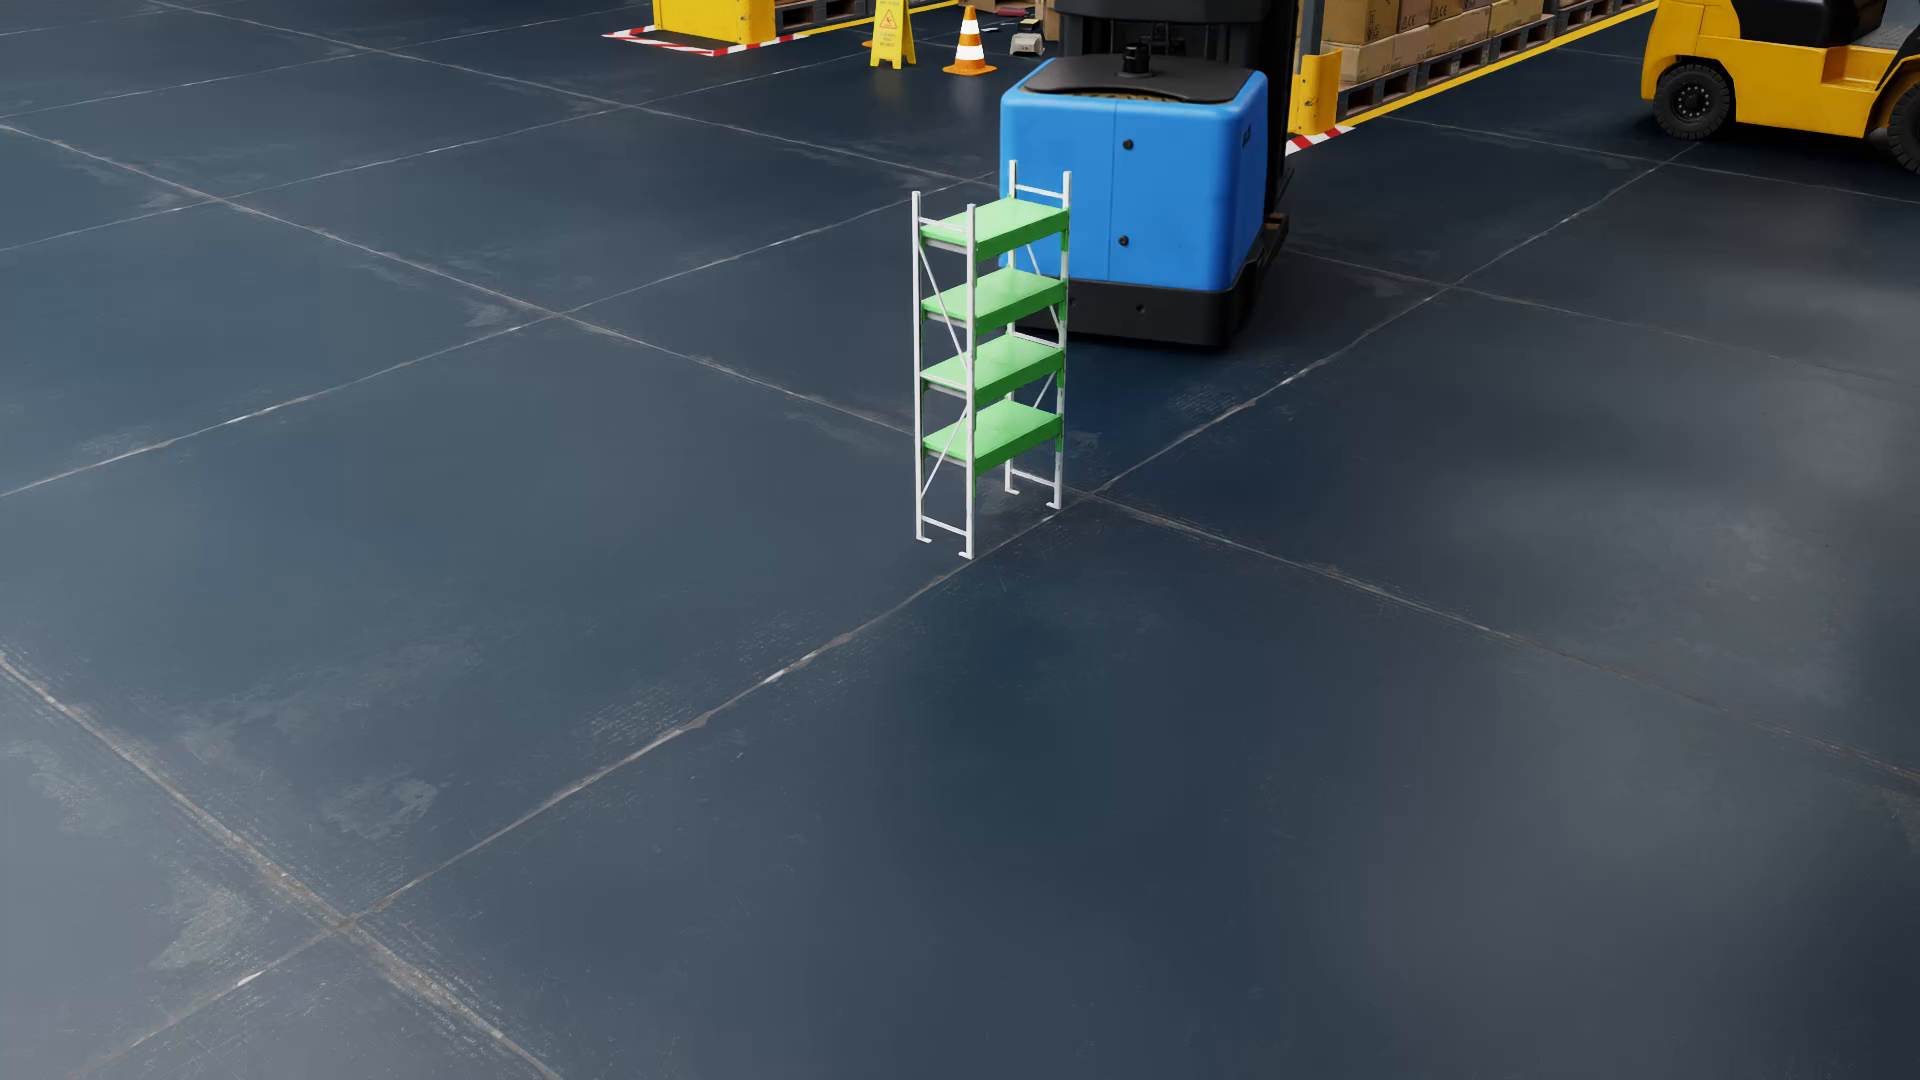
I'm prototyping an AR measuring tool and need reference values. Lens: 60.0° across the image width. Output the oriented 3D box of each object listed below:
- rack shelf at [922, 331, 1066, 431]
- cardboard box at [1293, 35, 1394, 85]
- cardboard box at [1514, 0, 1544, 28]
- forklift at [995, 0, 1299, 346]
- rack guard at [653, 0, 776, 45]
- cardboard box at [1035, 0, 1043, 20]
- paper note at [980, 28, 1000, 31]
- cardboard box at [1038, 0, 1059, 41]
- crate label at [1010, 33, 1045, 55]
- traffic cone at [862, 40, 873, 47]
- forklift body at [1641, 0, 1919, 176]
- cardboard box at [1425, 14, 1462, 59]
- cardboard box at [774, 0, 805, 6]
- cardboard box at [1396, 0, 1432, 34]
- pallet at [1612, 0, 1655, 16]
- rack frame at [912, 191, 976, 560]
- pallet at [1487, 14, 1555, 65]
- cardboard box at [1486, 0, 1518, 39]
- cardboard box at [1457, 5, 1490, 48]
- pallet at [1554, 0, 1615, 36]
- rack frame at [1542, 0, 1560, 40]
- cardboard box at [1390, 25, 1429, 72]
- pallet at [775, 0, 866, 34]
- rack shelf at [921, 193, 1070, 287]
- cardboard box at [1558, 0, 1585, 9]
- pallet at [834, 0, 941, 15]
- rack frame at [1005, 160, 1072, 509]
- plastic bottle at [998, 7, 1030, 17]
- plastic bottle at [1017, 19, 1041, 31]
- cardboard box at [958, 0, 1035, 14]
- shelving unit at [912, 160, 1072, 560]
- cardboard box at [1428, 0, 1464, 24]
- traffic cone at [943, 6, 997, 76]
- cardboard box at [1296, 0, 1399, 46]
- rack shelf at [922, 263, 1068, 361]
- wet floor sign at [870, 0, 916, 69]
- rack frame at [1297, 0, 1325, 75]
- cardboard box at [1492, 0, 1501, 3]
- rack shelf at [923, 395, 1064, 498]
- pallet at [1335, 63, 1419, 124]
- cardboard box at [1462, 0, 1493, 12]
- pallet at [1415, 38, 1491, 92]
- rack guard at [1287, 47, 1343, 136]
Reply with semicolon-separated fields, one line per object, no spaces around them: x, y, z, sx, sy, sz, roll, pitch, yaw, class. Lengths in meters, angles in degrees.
0.105;-0.535;5.523;0.258;0.148;0.480;21;34;34;rack shelf
2.594;-3.291;11.289;0.500;0.250;0.500;20;34;34;cardboard box
4.244;-4.216;13.077;0.500;0.250;0.500;23;35;37;cardboard box
1.077;-2.790;7.860;1.130;2.935;3.031;8;28;15;forklift
-2.031;-4.413;13.643;1.175;0.500;0.348;21;34;34;rack guard
0.856;-4.588;14.236;0.258;0.266;0.396;-21;34;-35;cardboard box
0.265;-4.257;13.854;0.142;0.017;0.144;-15;31;-27;paper note
1.032;-4.375;13.565;0.797;0.503;0.637;0;27;0;cardboard box
0.525;-3.880;13.007;0.250;0.136;0.298;4;28;8;crate label
-0.582;-4.178;13.229;0.336;0.463;0.334;21;34;34;traffic cone
5.499;-3.500;10.081;2.313;2.155;1.214;21;34;34;forklift body
3.262;-3.667;12.016;0.500;0.250;0.500;24;35;38;cardboard box
-1.636;-5.034;13.979;0.875;0.875;0.875;21;34;35;cardboard box
2.938;-3.820;11.495;0.500;0.500;0.500;19;33;33;cardboard box
5.682;-5.012;15.114;1.003;0.211;1.213;21;34;34;pallet
-0.050;-0.505;5.327;0.240;1.200;0.015;21;34;34;rack frame
4.012;-4.052;13.259;1.003;0.211;1.213;21;34;34;pallet
3.913;-4.025;12.707;0.500;0.250;0.500;20;33;33;cardboard box
3.586;-3.846;12.361;0.500;0.250;0.500;21;34;35;cardboard box
4.906;-4.577;14.274;1.003;0.211;1.213;21;34;34;pallet
4.412;-5.539;13.099;1.000;3.000;0.127;21;34;34;rack frame
2.925;-3.470;11.635;0.500;0.250;0.500;22;35;36;cardboard box
-1.568;-4.600;14.318;1.003;0.211;1.213;21;34;34;pallet
0.105;-0.961;5.303;0.258;0.148;0.480;21;34;34;rack shelf
4.744;-4.745;13.967;0.950;0.372;0.625;21;34;35;cardboard box
-0.791;-5.030;15.150;1.003;0.211;1.213;21;34;34;pallet
0.260;-0.678;5.661;0.240;1.200;0.015;21;34;34;rack frame
0.481;-4.591;14.463;0.283;0.061;0.133;9;29;17;plastic bottle
0.587;-4.333;13.965;0.133;0.061;0.283;9;29;17;plastic bottle
0.333;-4.991;14.756;0.500;0.500;0.500;-21;34;-35;cardboard box
0.105;-0.592;5.494;0.258;1.200;0.503;21;34;34;shelving unit
3.264;-3.995;11.834;0.500;0.500;0.500;22;34;35;cardboard box
0.073;-3.728;12.358;0.336;0.463;0.334;21;34;34;traffic cone
2.609;-3.633;11.134;0.500;0.500;0.500;19;33;33;cardboard box
0.105;-0.748;5.413;0.258;0.148;0.480;21;34;34;rack shelf
-0.507;-3.897;12.487;0.267;0.644;0.232;15;31;26;wet floor sign
1.868;-4.121;10.358;1.000;3.000;0.127;21;34;34;rack frame
3.921;-4.368;12.555;0.500;0.500;0.500;21;34;35;cardboard box
0.105;-0.322;5.634;0.258;0.148;0.480;21;34;34;rack shelf
2.460;-3.187;11.587;1.003;0.211;1.213;21;34;34;pallet
3.597;-4.187;12.205;0.500;0.500;0.500;23;35;37;cardboard box
3.237;-3.618;12.420;1.003;0.211;1.213;21;34;34;pallet
1.916;-3.038;10.984;1.175;0.500;0.348;21;34;34;rack guard
